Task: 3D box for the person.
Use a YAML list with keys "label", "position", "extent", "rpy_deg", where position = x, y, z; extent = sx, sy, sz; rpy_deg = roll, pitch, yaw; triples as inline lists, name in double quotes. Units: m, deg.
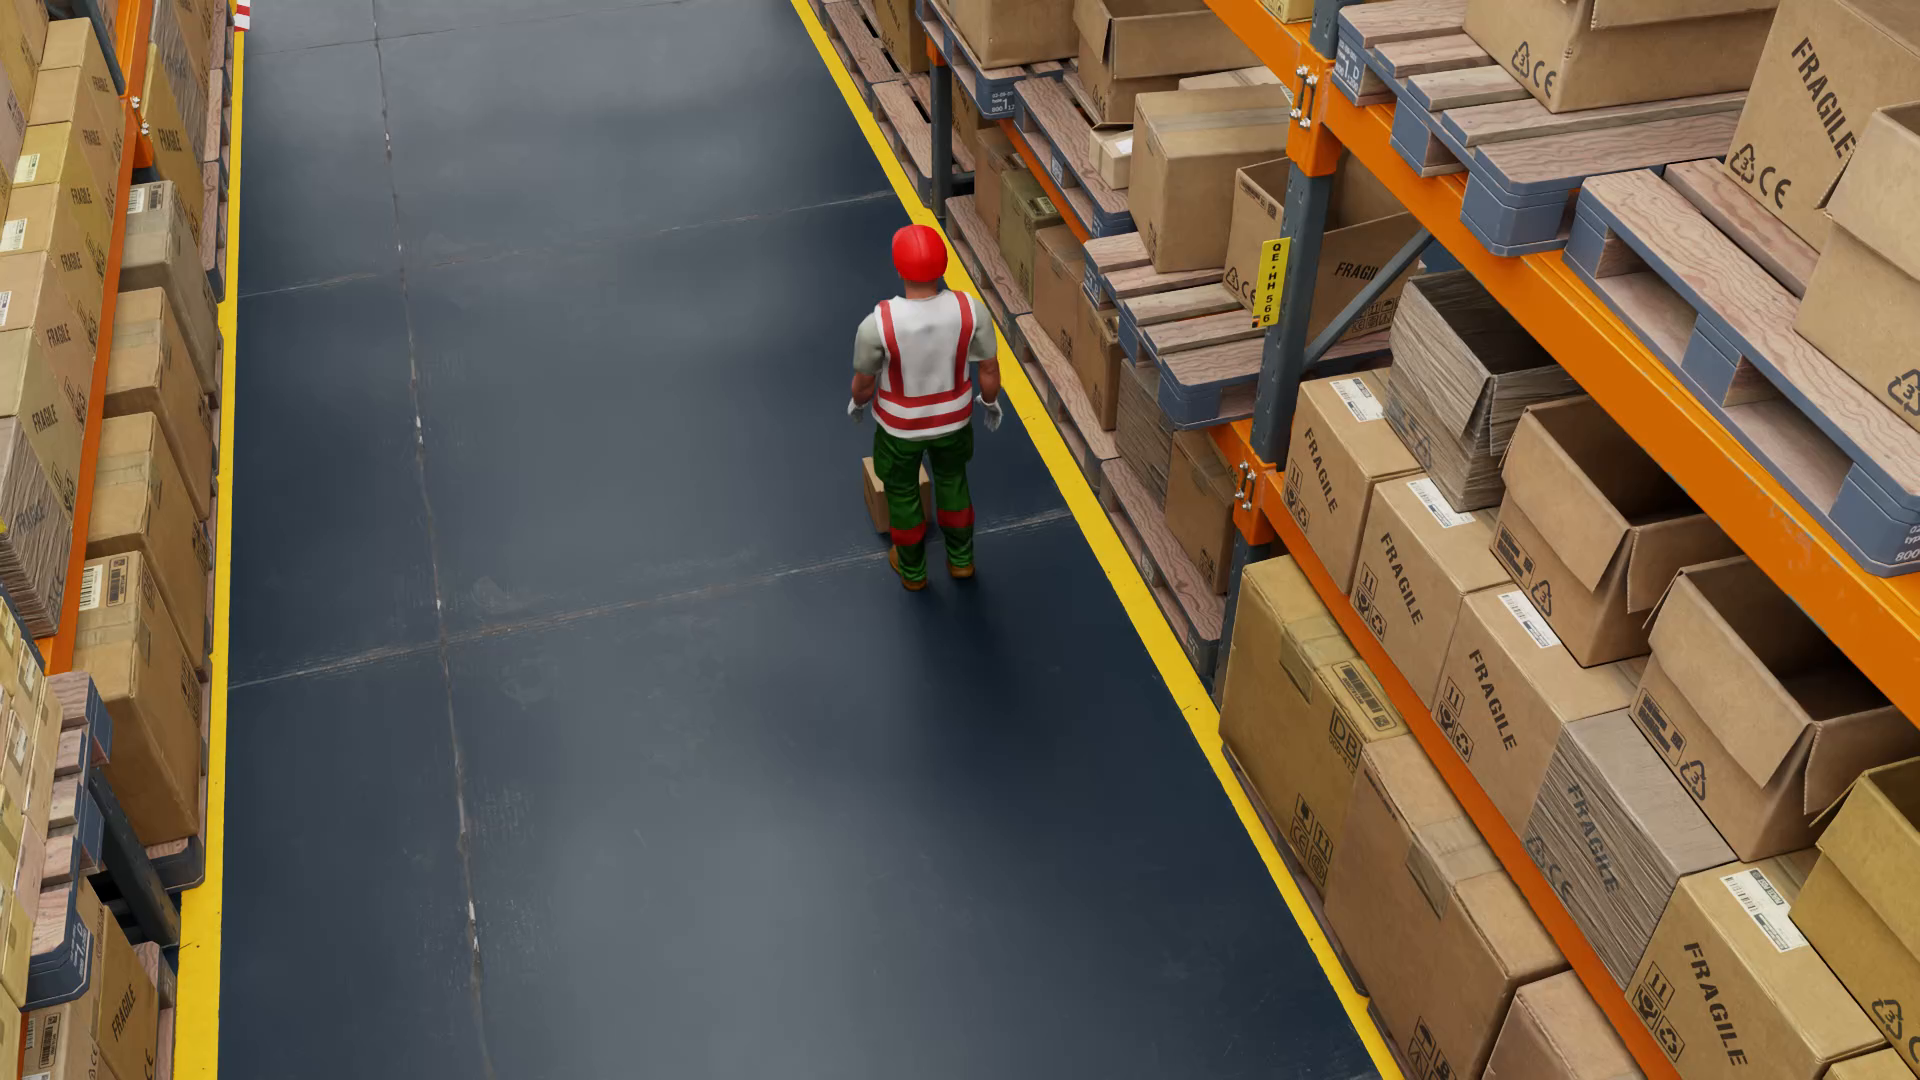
- label: "person"
  position: [-0.138, -0.495, 6.751]
  extent: [0.616, 1.860, 0.422]
  rpy_deg: [-11, 43, -12]
